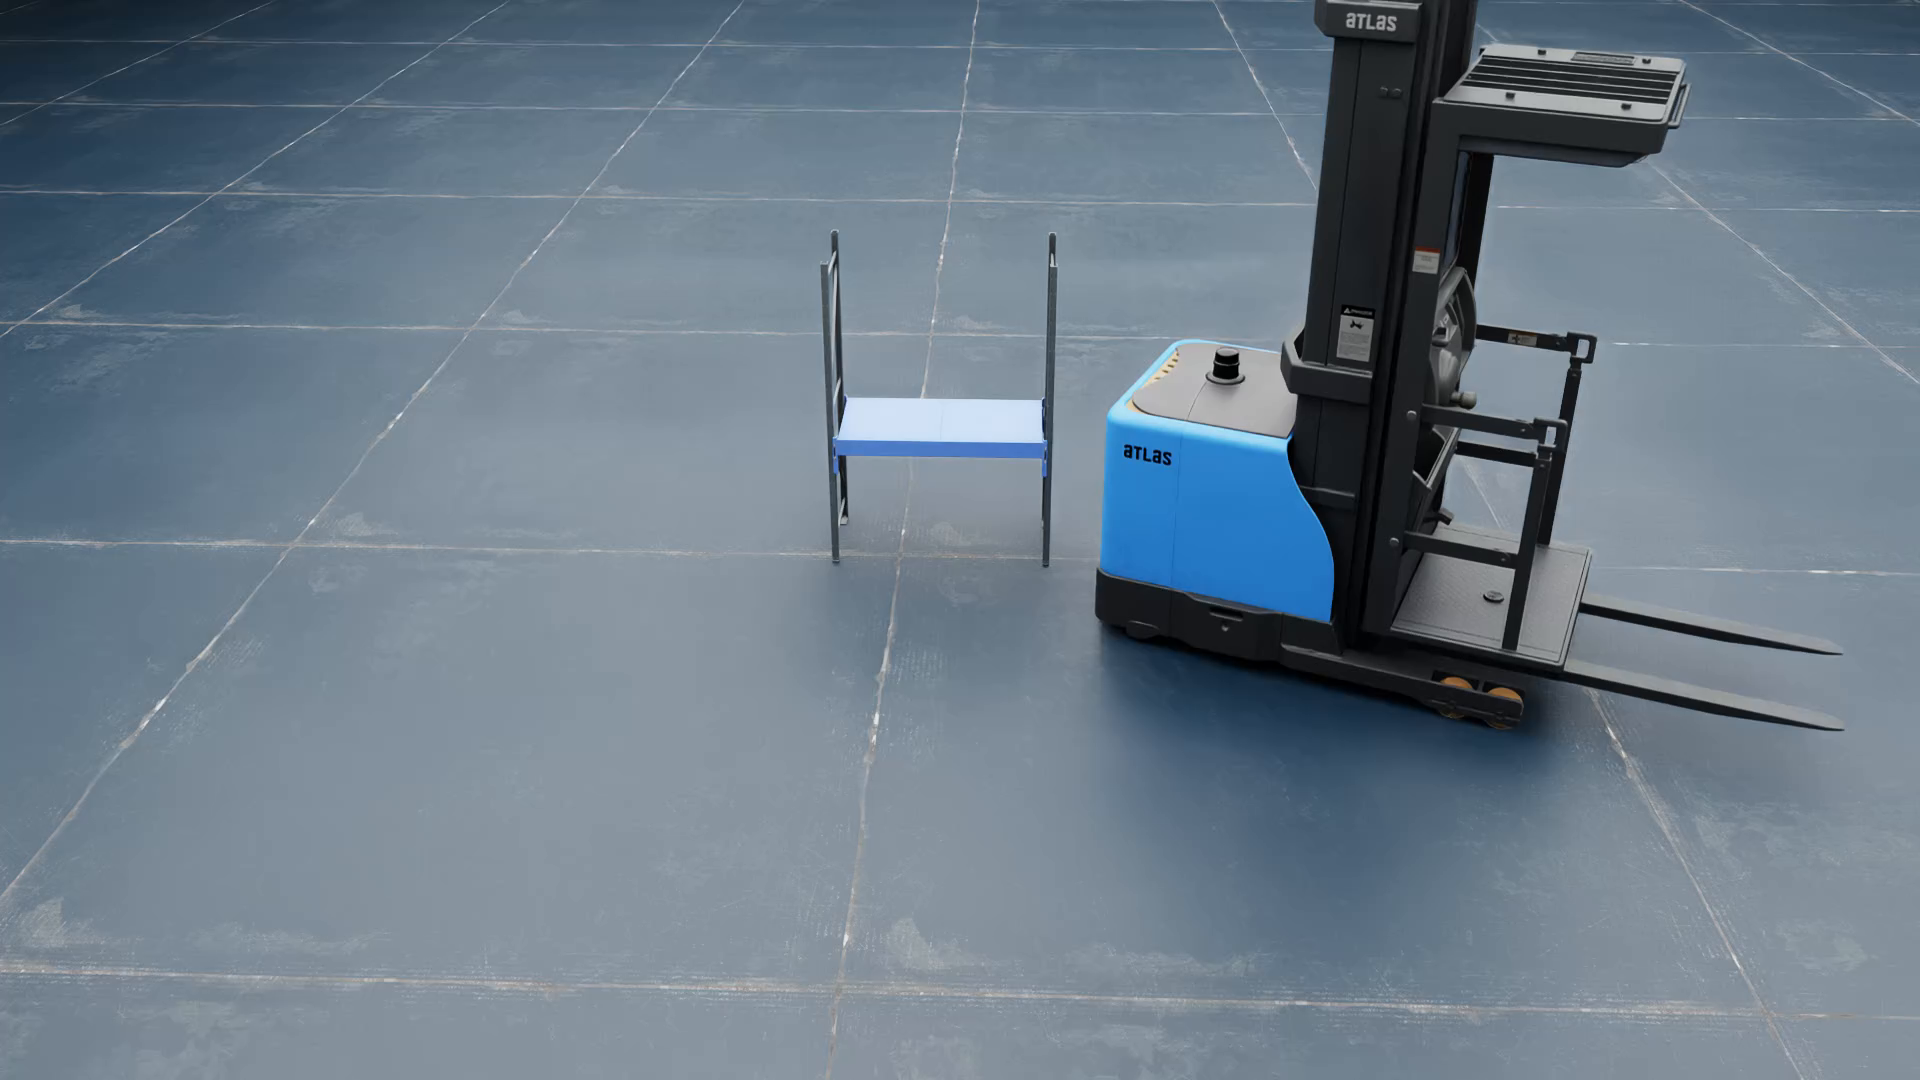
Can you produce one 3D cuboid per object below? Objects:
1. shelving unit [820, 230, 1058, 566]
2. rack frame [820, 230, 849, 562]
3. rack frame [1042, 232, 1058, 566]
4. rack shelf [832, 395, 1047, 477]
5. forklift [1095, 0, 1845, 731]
[{"bbox_3d":[-0.085,-0.664,7.901,1.048,1.500,0.538,1,28,2],"label":"shelving unit"},{"bbox_3d":[-0.593,-0.672,7.917,0.032,1.500,0.500,1,28,2],"label":"rack frame"},{"bbox_3d":[0.423,-0.656,7.886,0.032,1.500,0.500,1,28,2],"label":"rack frame"},{"bbox_3d":[-0.085,-0.505,7.986,1.000,0.185,0.538,1,28,2],"label":"rack shelf"},{"bbox_3d":[2.167,-0.805,6.640,3.031,2.935,1.130,12,30,22],"label":"forklift"}]
